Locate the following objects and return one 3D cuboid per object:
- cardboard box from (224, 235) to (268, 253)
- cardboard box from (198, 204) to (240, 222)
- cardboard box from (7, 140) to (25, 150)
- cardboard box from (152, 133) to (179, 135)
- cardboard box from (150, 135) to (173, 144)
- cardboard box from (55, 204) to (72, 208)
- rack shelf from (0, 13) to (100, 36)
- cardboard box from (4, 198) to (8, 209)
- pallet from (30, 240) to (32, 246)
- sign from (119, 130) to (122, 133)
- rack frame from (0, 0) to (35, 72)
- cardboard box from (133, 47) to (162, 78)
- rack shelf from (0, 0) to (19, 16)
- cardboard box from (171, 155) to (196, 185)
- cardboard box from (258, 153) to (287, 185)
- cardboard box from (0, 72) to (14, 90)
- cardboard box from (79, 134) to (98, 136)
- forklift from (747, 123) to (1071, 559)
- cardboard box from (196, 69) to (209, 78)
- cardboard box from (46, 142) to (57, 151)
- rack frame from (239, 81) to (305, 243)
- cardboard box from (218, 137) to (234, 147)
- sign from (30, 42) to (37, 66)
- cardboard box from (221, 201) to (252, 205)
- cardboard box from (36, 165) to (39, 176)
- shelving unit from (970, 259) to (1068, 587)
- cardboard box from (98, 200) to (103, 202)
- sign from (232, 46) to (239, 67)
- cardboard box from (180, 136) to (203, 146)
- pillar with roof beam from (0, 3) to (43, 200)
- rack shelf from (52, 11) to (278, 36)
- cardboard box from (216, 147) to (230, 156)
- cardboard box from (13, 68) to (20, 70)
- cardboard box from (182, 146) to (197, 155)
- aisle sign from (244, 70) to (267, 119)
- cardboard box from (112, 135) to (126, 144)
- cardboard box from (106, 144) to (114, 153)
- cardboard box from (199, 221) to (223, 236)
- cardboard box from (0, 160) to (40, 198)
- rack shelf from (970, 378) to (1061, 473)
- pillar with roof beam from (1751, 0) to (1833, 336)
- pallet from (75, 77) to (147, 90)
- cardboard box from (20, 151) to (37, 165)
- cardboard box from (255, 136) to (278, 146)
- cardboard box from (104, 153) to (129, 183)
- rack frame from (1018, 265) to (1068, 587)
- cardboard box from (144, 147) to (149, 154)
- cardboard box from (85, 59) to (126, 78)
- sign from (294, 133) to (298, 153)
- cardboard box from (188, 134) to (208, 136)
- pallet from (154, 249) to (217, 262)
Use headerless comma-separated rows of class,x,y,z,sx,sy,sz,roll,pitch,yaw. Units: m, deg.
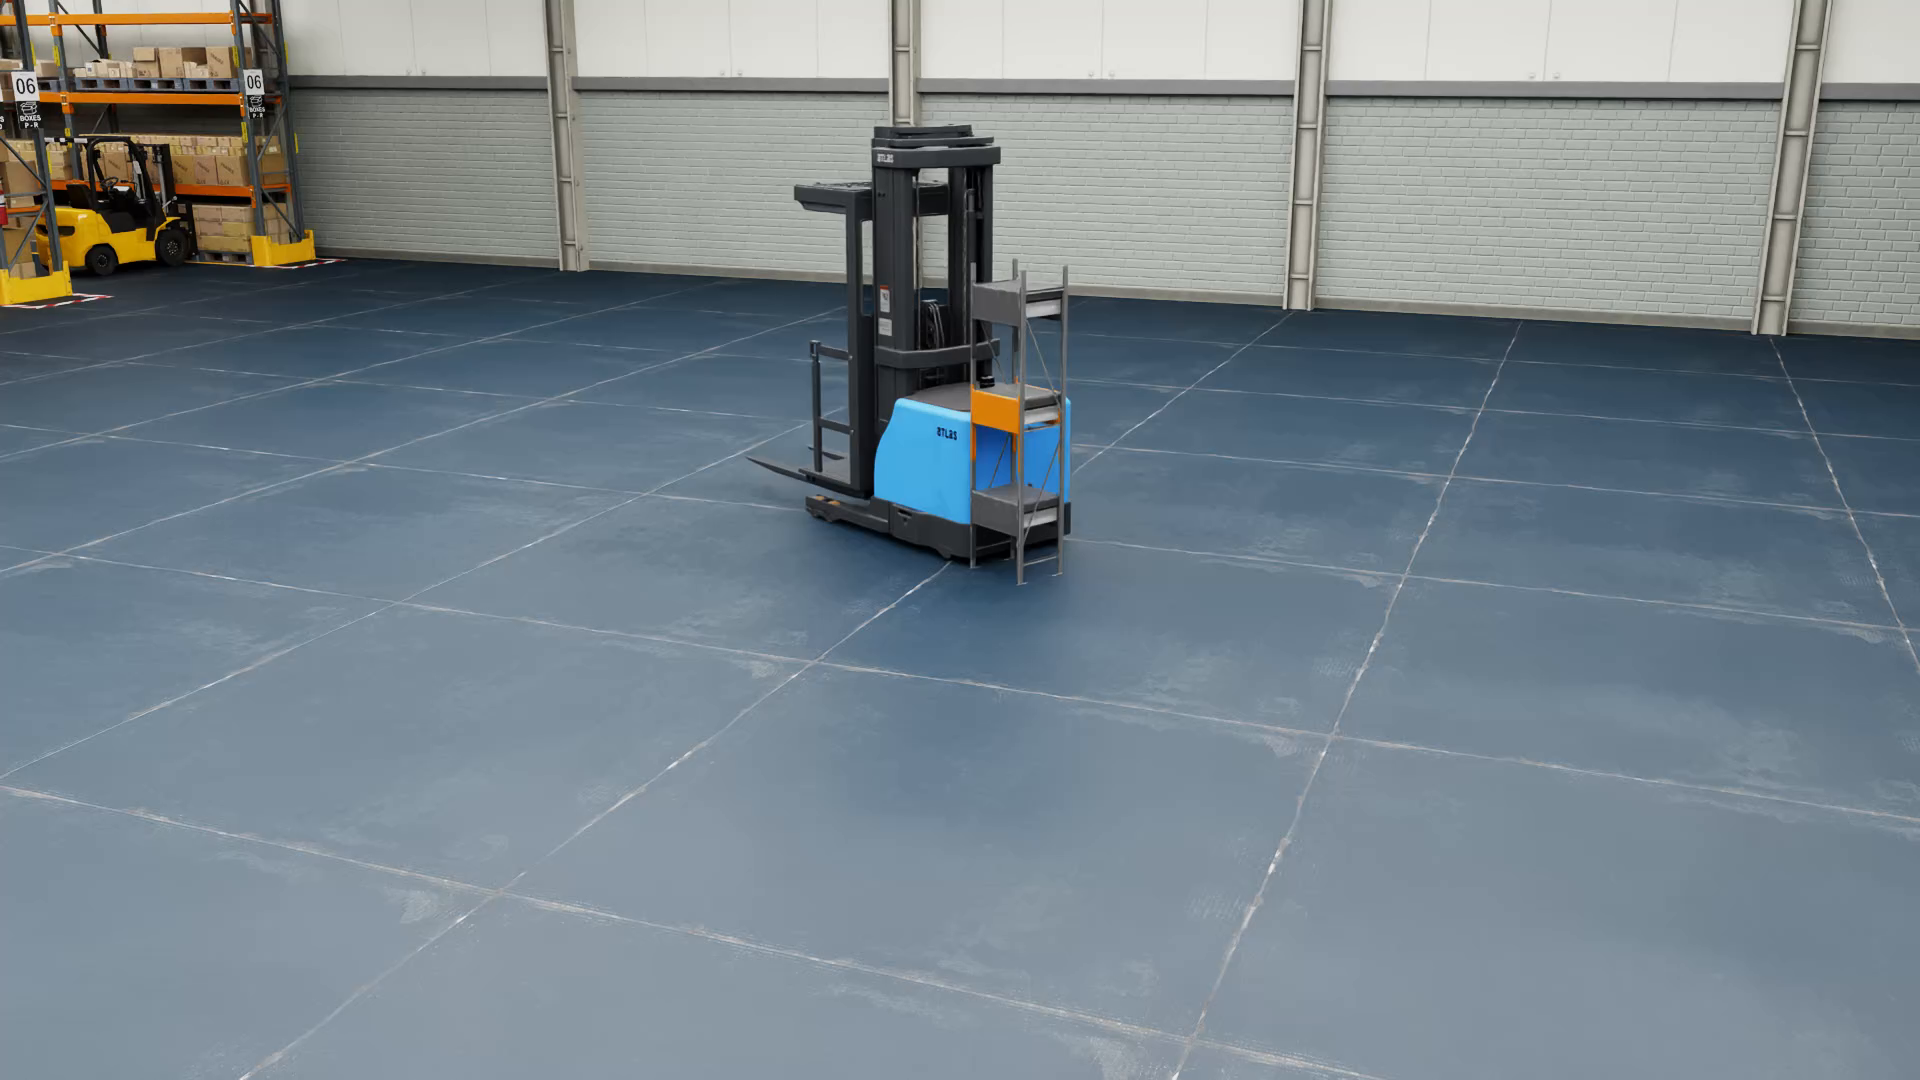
cardboard box,-12.214,-5.084,28.486,0.500,0.250,0.500,6,17,21
cardboard box,-12.681,-5.615,28.522,0.500,0.250,0.500,7,17,22
cardboard box,-16.981,-7.106,29.929,0.250,0.149,0.380,6,17,21
cardboard box,-14.015,-7.093,29.351,0.250,0.149,0.380,6,17,20
cardboard box,-13.729,-6.907,28.709,0.250,0.149,0.380,6,17,21
cardboard box,-15.872,-5.758,30.134,0.625,0.625,0.875,7,18,23
rack shelf,-17.243,-9.194,29.712,4.000,0.370,1.077,6,17,21
cardboard box,-13.905,-4.812,23.818,0.250,0.149,0.380,7,18,22
pallet,-17.221,-5.497,30.729,1.213,0.211,1.003,6,17,21
sign,-15.180,-7.244,30.052,0.005,0.325,0.100,6,17,21
rack frame,-13.479,-7.830,23.006,0.127,3.000,1.000,6,17,21
cardboard box,-13.609,-8.160,28.402,0.637,0.503,0.797,7,18,22
rack shelf,-15.339,-7.688,23.811,4.000,0.370,1.077,6,17,21
cardboard box,-13.171,-6.375,28.574,0.500,0.500,0.500,6,17,20
cardboard box,-12.020,-6.408,28.687,0.500,0.500,0.500,7,18,22
cardboard box,-13.849,-6.581,23.819,0.500,0.250,0.500,6,17,20
cardboard box,-15.195,-7.039,29.164,0.250,0.149,0.380,7,17,22
forklift,-0.531,-1.619,12.492,1.130,2.935,3.031,-13,21,-38
cardboard box,-12.543,-7.813,27.843,0.250,0.149,0.380,6,17,19
cardboard box,-16.028,-7.005,29.580,0.250,0.149,0.380,6,17,20
rack frame,-11.661,-6.237,28.278,0.127,3.000,1.000,6,17,21
cardboard box,-12.313,-6.739,28.129,0.250,0.149,0.380,6,17,21
sign,-13.280,-6.950,23.787,0.005,0.325,0.100,6,17,21
cardboard box,-12.505,-5.747,28.975,0.500,0.250,0.500,6,17,21
cardboard box,-16.417,-6.608,29.824,0.500,0.250,0.500,6,17,20
shelving unit,0.386,-0.786,11.114,0.431,2.100,0.503,-13,21,-38
cardboard box,-15.047,-5.877,29.422,0.500,0.250,0.500,6,17,20
sign,-11.873,-7.926,27.267,0.005,0.325,0.100,6,17,21
cardboard box,-13.053,-6.801,28.344,0.250,0.149,0.380,7,18,22
pillar with roof beam,-19.139,-8.920,26.760,0.400,9.000,9.100,6,17,21
rack shelf,-13.522,-8.785,28.302,4.000,0.370,1.077,6,17,21
cardboard box,-12.335,-6.578,28.109,0.250,0.149,0.380,7,17,22
cardboard box,-16.517,-8.250,29.348,0.250,0.149,0.380,6,17,20
cardboard box,-13.046,-6.664,28.404,0.250,0.149,0.380,6,17,19
aisle sign,-11.708,-7.403,27.630,0.004,0.787,0.394,6,17,21
cardboard box,-14.476,-6.959,28.888,0.250,0.149,0.380,7,17,22
cardboard box,-14.688,-6.860,29.079,0.250,0.149,0.380,6,17,21
cardboard box,-12.691,-5.381,28.612,0.500,0.250,0.500,6,17,20
cardboard box,-13.818,-5.261,24.201,0.500,0.500,0.500,6,17,20
rack shelf,0.386,-0.773,11.118,0.431,0.518,0.480,-13,21,-38
pillar with roof beam,8.768,-5.852,16.189,0.400,9.000,9.100,6,17,21
pallet,-14.579,-7.964,29.004,1.213,0.211,1.003,6,17,21
cardboard box,-16.414,-6.849,29.758,0.500,0.250,0.500,6,17,19
cardboard box,-11.895,-6.829,28.441,0.250,0.149,0.380,6,17,20
cardboard box,-14.575,-6.532,29.115,0.500,0.500,0.500,7,17,22
rack frame,0.543,-0.734,10.935,0.400,2.100,0.015,-13,21,-38
cardboard box,-14.002,-6.767,28.759,0.250,0.149,0.380,6,17,19
cardboard box,-14.698,-8.145,28.698,0.500,0.311,0.500,7,17,22
sign,-11.452,-6.834,28.640,0.005,0.325,0.100,6,17,21
cardboard box,-13.324,-6.995,29.012,0.250,0.149,0.380,6,17,21
pallet,-13.519,-5.091,29.330,1.213,0.211,1.003,6,17,21
